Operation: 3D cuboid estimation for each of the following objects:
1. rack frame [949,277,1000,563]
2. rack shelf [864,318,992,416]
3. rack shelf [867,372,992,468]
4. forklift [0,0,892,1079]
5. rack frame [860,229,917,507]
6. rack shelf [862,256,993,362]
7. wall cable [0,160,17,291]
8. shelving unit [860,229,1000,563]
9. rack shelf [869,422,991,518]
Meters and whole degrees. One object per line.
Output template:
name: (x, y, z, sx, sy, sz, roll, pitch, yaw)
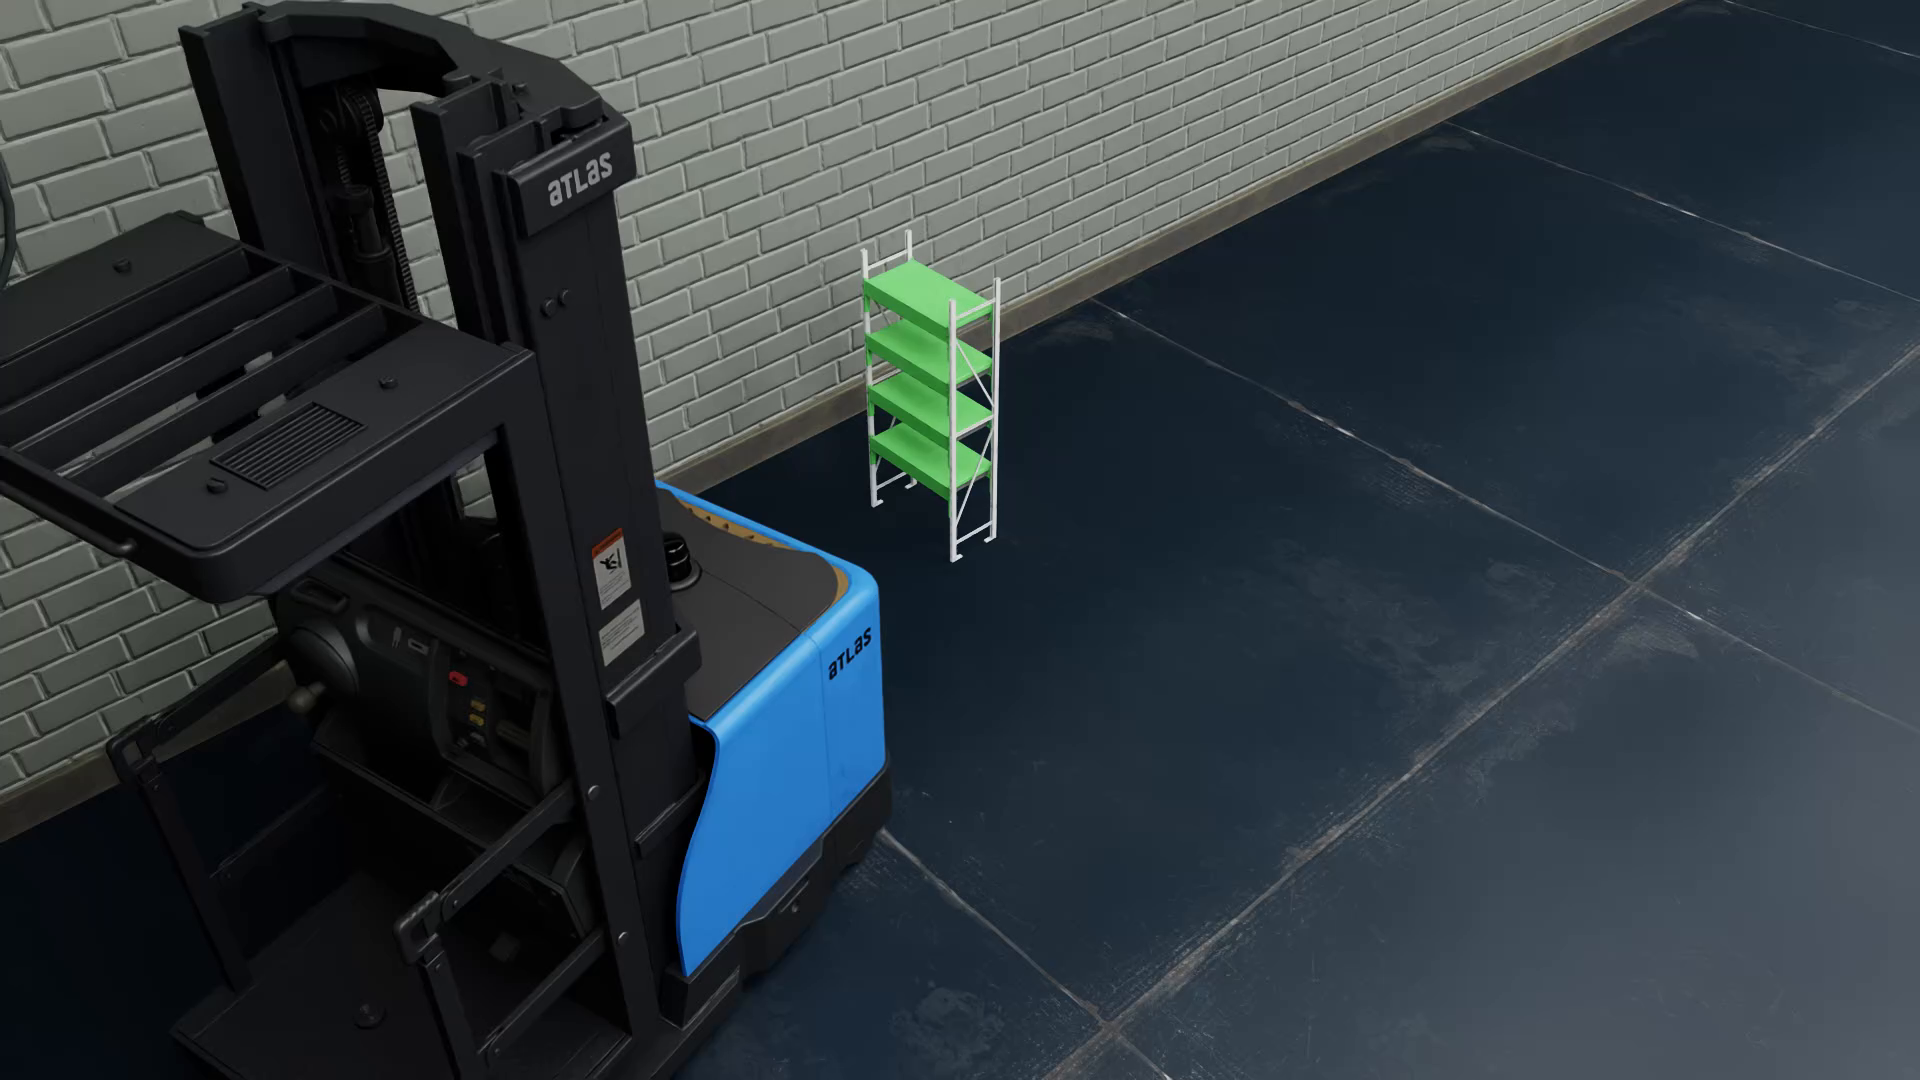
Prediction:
rack frame: (0.053, -0.430, 6.328, 0.240, 1.200, 0.015, -30, 48, -32)
rack shelf: (-0.112, -0.680, 6.357, 0.258, 0.148, 0.480, -30, 48, -32)
rack shelf: (-0.112, -0.494, 6.508, 0.258, 0.148, 0.480, -30, 48, -32)
forklift: (-1.450, 0.408, 3.912, 1.130, 2.935, 3.031, 22, 44, 25)
rack frame: (-0.277, -0.656, 6.608, 0.240, 1.200, 0.015, -30, 48, -32)
rack shelf: (-0.112, -0.867, 6.206, 0.258, 0.148, 0.480, -30, 48, -32)
wall cable: (-3.739, -0.951, 3.237, 3.097, 2.526, 0.112, -30, 48, -32)
shelving unit: (-0.112, -0.543, 6.468, 0.258, 1.200, 0.503, -30, 48, -32)
rack shelf: (-0.112, -0.307, 6.659, 0.258, 0.148, 0.480, -30, 48, -32)
